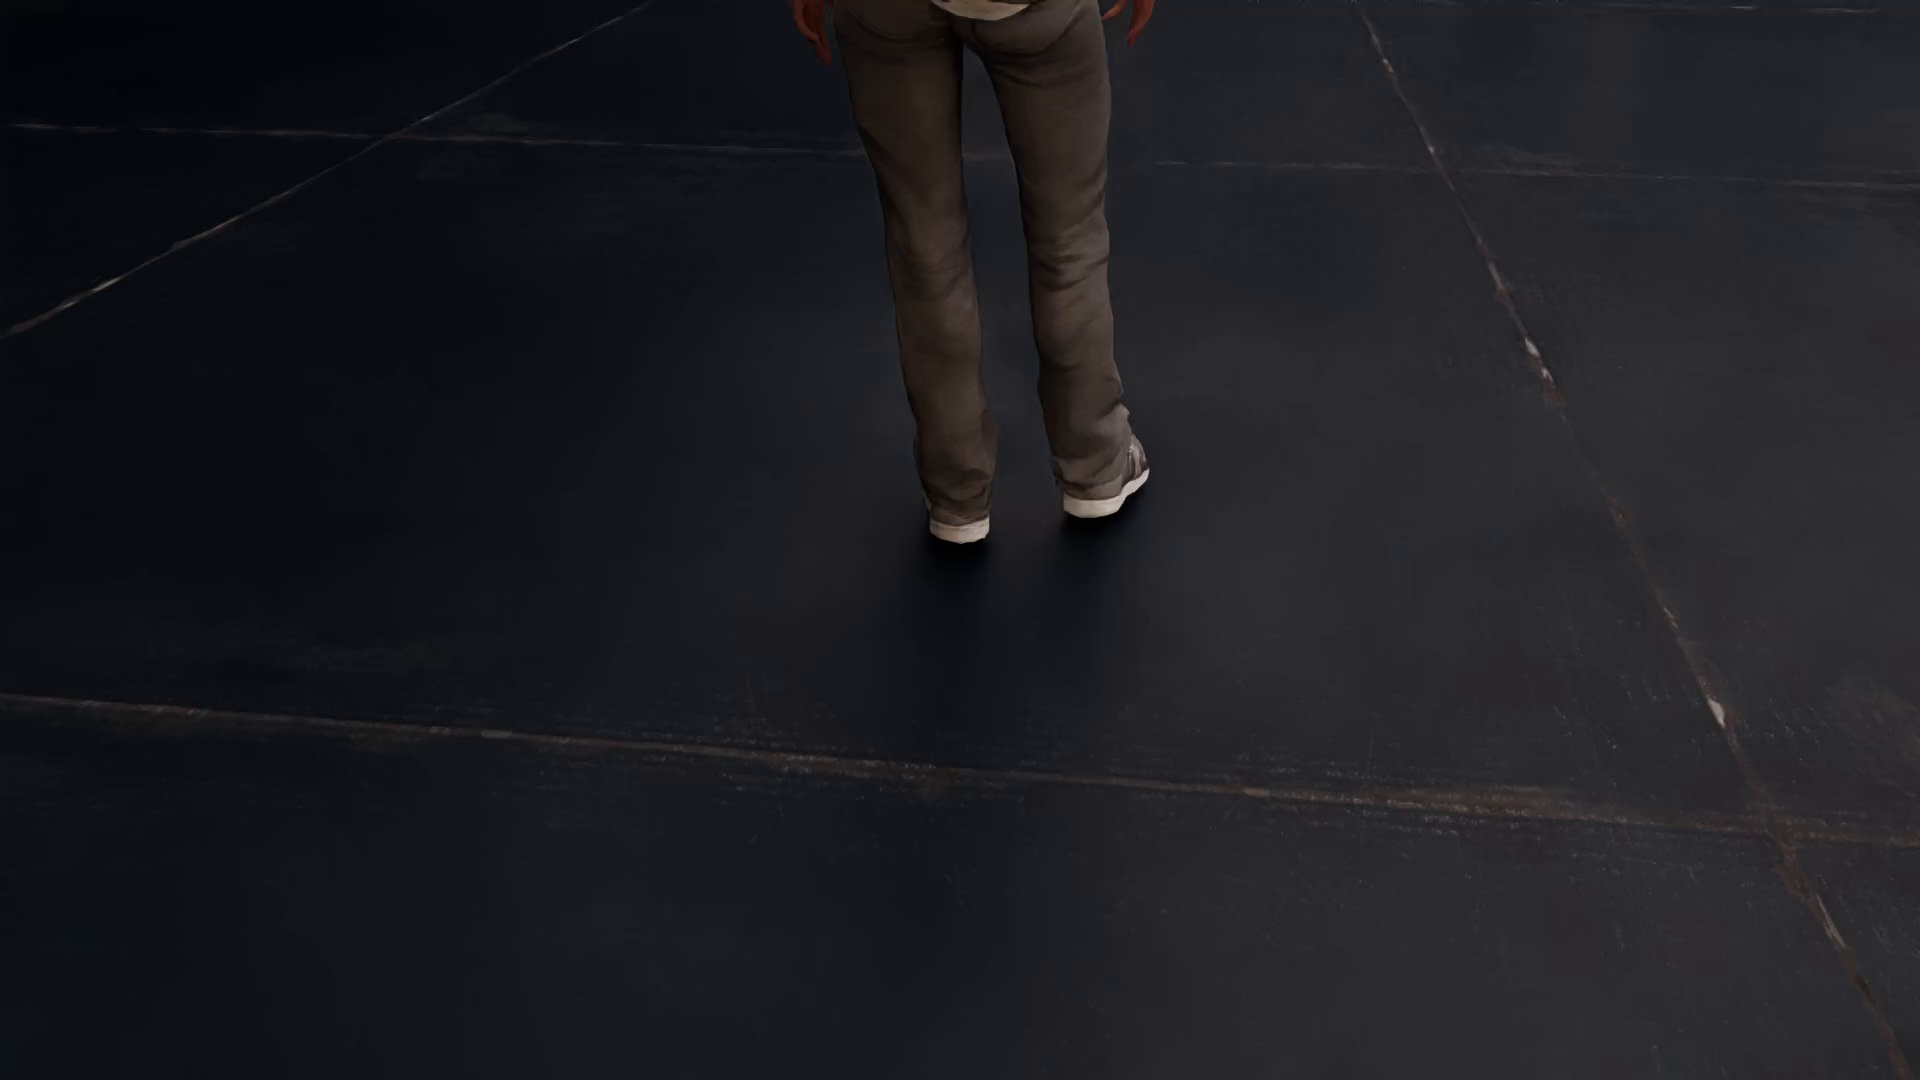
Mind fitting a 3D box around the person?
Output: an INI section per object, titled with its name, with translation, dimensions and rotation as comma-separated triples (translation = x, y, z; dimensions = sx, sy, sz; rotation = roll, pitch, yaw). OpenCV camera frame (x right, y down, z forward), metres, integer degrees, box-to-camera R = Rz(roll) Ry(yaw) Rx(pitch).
[person]
translation = 0.024, -0.753, 2.205
dimensions = 0.521, 1.597, 0.474
rotation = 3, 27, 7
